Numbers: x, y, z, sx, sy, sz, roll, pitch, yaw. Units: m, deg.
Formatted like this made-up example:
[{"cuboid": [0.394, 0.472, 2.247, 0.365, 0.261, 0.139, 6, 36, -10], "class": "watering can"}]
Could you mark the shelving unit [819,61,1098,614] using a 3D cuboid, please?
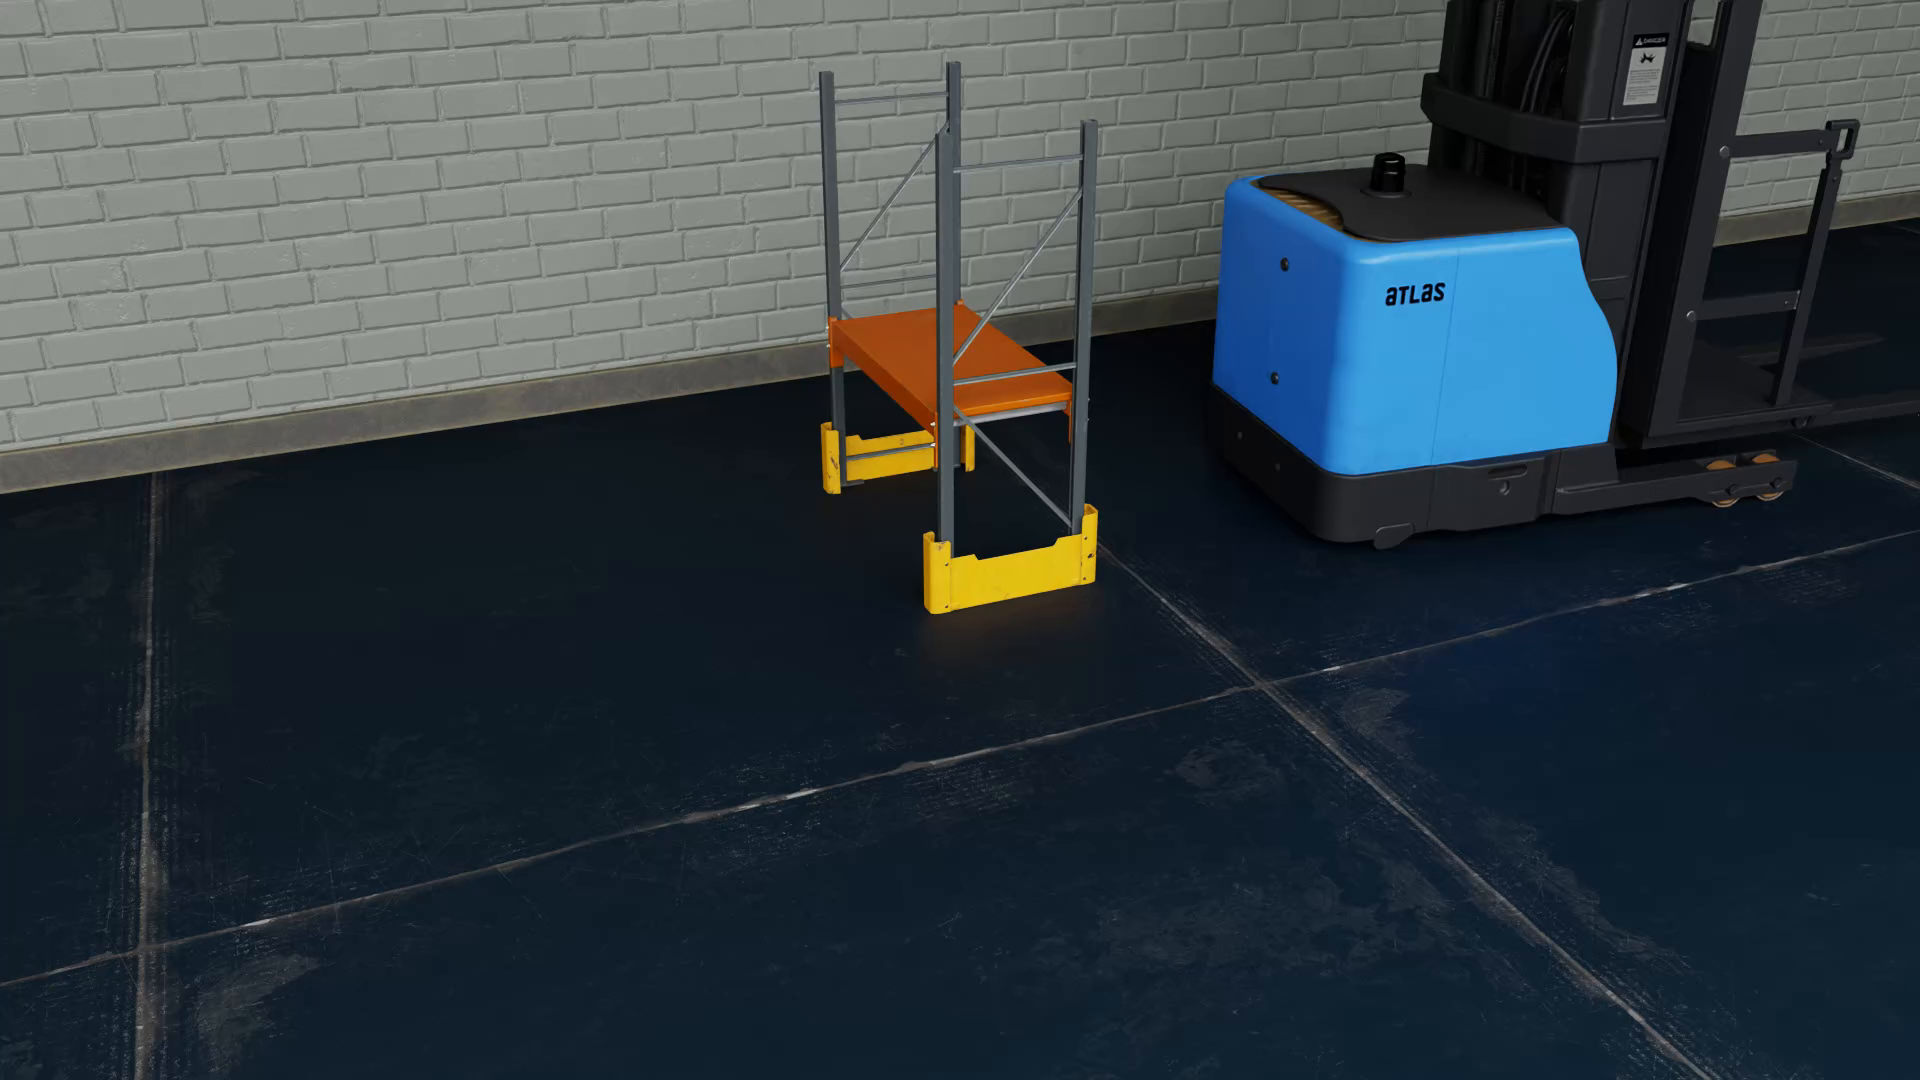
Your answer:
[{"cuboid": [-0.030, -0.705, 5.484, 0.587, 1.500, 1.083, -11, 28, -21], "class": "shelving unit"}]

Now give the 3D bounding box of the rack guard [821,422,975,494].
[{"cuboid": [-0.225, -0.344, 6.170, 0.587, 0.250, 0.087, -11, 28, -21], "class": "rack guard"}]

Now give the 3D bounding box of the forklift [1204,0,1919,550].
[{"cuboid": [2.512, -1.647, 5.783, 3.031, 2.935, 1.130, -8, 27, -15], "class": "forklift"}]

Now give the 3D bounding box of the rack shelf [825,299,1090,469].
[{"cuboid": [-0.033, -0.547, 5.570, 0.538, 0.185, 1.000, -11, 28, -21], "class": "rack shelf"}]

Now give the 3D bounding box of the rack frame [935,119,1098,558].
[{"cuboid": [0.166, -0.503, 5.071, 0.500, 1.500, 0.032, -11, 28, -21], "class": "rack frame"}]

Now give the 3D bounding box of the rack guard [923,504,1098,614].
[{"cuboid": [0.165, 0.058, 5.346, 0.587, 0.250, 0.087, -11, 28, -21], "class": "rack guard"}]

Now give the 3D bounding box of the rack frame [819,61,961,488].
[{"cuboid": [-0.232, -0.914, 5.912, 0.500, 1.500, 0.032, -11, 28, -21], "class": "rack frame"}]
